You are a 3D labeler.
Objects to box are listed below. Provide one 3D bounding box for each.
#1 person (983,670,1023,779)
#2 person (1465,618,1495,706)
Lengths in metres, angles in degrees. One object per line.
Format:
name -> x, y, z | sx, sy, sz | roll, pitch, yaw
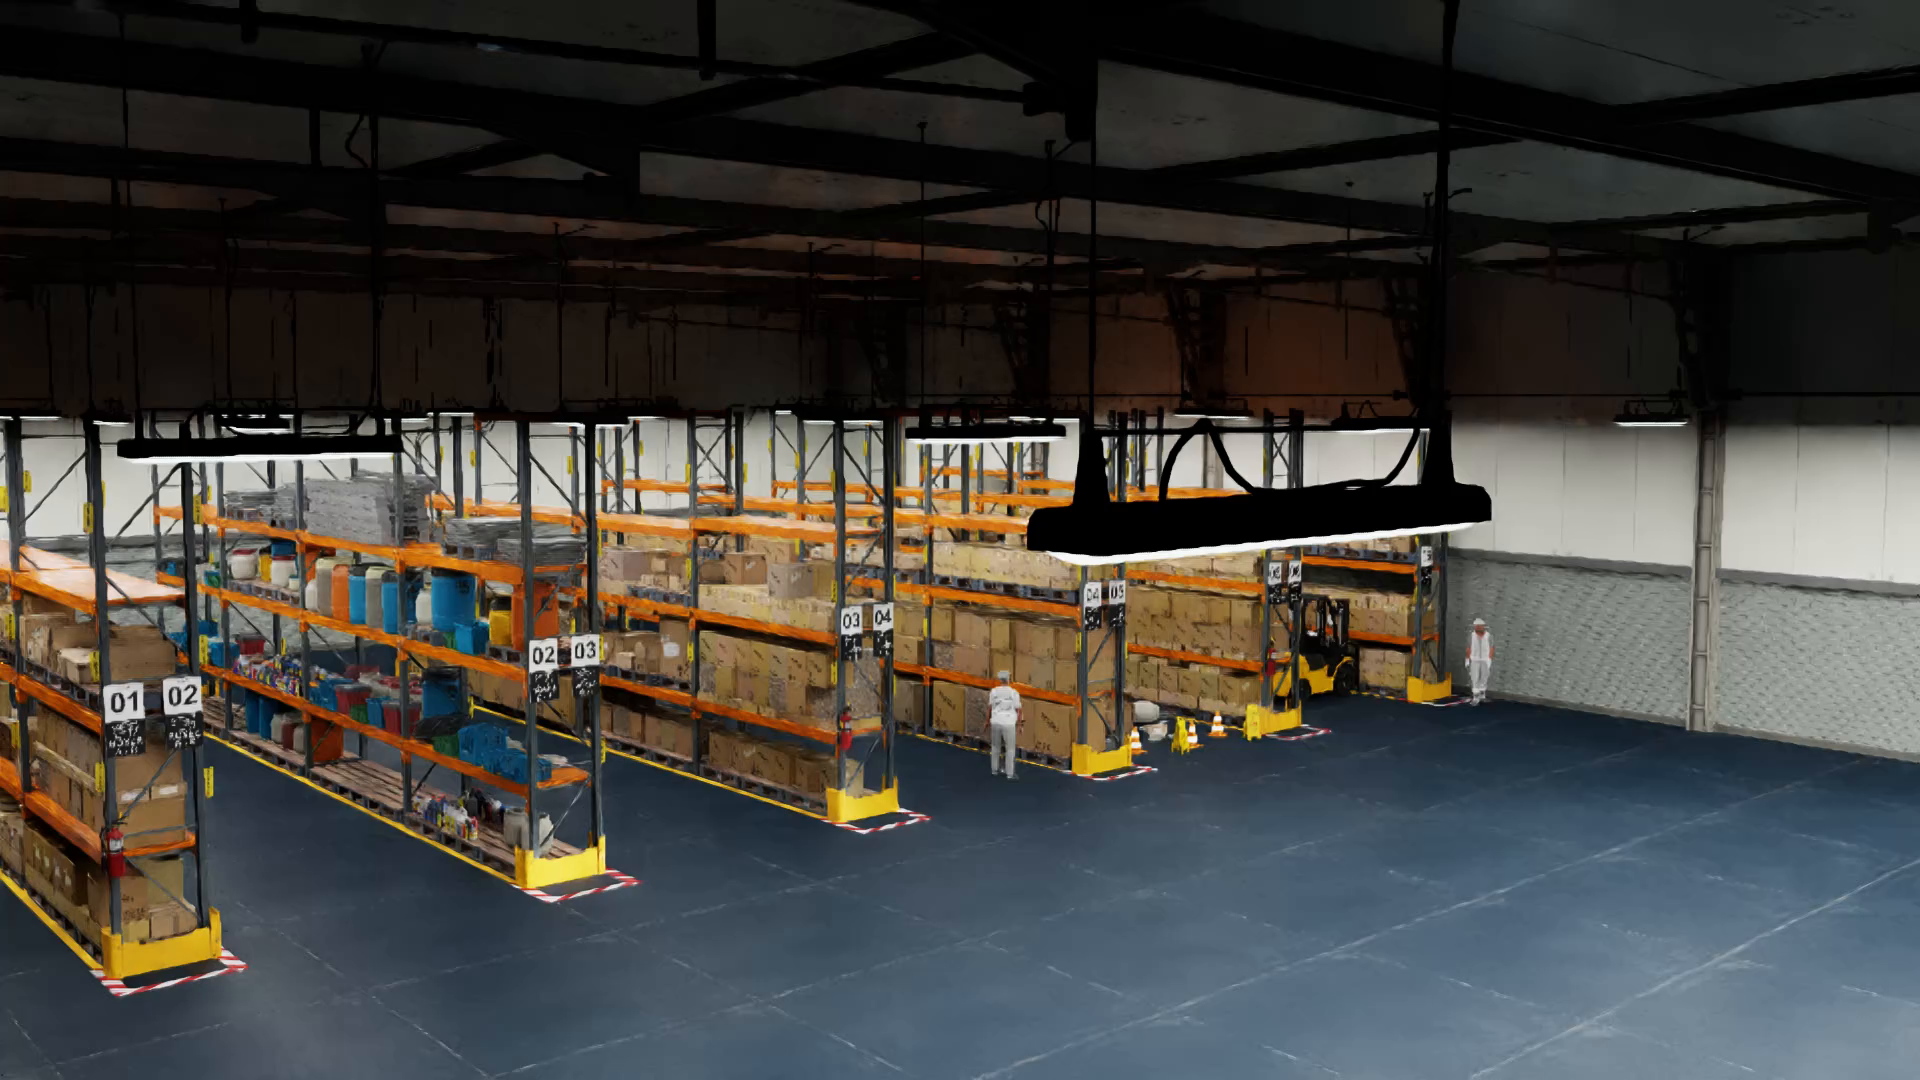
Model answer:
person -> 0.733, 3.035, 27.457 | 0.693, 1.770, 0.516 | 2, 5, 19
person -> 10.593, 2.473, 33.891 | 0.555, 1.787, 0.660 | 1, 5, 15
